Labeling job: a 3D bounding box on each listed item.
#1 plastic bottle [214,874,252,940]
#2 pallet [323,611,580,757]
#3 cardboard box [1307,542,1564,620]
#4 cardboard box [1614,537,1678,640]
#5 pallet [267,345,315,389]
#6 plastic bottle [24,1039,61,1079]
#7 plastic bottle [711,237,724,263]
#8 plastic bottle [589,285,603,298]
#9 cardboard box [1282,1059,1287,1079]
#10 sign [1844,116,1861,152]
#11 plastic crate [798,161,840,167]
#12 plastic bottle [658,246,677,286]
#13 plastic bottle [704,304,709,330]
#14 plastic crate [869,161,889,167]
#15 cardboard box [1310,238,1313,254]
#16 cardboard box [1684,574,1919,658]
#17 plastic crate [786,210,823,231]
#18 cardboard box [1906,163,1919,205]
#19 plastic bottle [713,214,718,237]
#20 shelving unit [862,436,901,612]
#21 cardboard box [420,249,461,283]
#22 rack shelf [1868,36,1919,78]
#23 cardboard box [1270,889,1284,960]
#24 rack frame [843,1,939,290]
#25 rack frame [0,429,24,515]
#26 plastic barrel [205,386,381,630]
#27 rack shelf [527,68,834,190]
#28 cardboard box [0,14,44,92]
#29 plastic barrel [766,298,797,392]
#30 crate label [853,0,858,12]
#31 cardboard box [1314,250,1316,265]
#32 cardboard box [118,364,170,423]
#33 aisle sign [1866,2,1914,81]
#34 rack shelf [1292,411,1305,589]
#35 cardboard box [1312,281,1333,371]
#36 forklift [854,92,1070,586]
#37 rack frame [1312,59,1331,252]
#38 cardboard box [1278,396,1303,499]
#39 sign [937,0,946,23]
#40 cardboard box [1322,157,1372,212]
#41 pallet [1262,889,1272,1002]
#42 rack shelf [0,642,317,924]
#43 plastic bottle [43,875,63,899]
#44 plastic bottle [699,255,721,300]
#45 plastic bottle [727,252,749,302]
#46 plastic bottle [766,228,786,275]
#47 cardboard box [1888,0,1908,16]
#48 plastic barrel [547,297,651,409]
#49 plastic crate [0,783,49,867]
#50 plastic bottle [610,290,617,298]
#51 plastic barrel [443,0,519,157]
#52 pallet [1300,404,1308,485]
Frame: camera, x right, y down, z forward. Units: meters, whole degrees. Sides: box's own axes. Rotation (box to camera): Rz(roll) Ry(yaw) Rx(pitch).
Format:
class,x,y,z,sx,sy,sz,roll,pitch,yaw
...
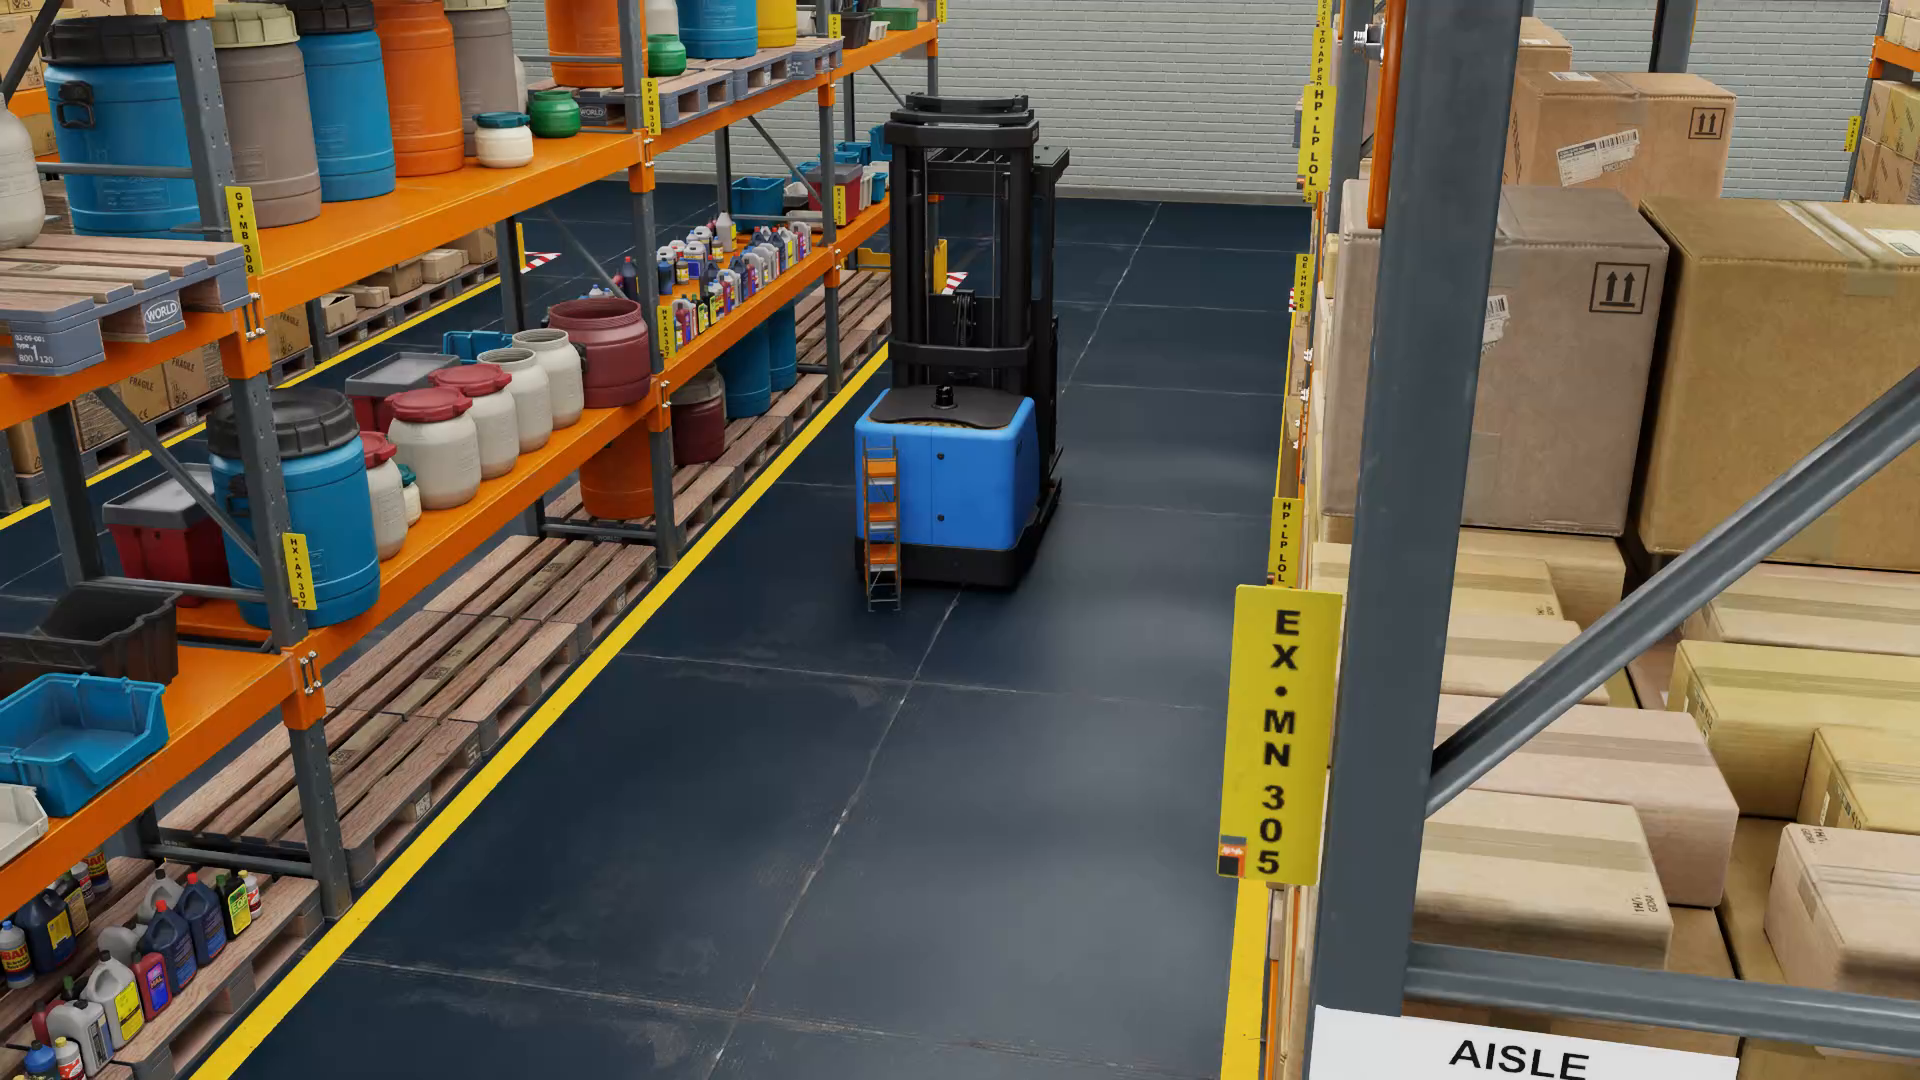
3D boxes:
class,x,y,z,sx,sy,sz,roll,pitch,yaw
plastic bottle,-2.954,1.466,6.745,0.061,0.283,0.133,6,23,14
pallet,-2.810,0.765,9.171,1.003,0.211,1.213,4,22,11
cardboard box,0.749,0.129,2.669,0.380,0.149,0.250,5,22,11
cardboard box,1.409,0.201,3.024,0.500,0.250,0.500,4,22,11
pallet,-6.524,-1.502,14.799,1.003,0.211,1.213,4,22,11
plastic bottle,-3.189,1.858,5.787,0.097,0.271,0.097,0,22,0
plastic bottle,-1.963,-2.348,13.433,0.097,0.201,0.097,0,22,0
plastic bottle,-2.530,-1.642,11.588,0.097,0.271,0.097,0,22,0
cardboard box,0.724,1.182,2.534,0.500,0.500,0.500,4,22,11
sign,8.422,-3.830,15.688,0.100,0.325,0.005,4,22,11
plastic crate,-1.372,-3.583,16.378,0.416,0.233,0.300,4,22,11
plastic bottle,-2.250,-2.095,12.707,0.152,0.276,0.135,4,22,11
plastic bottle,-1.786,-1.553,11.461,0.097,0.201,0.097,0,22,0
plastic crate,-0.720,-3.773,16.979,0.396,0.136,0.243,4,22,11
cardboard box,3.044,-2.359,13.532,0.380,0.149,0.250,5,22,11
cardboard box,1.340,0.177,2.552,0.380,0.149,0.250,5,23,13
plastic crate,-1.312,-2.781,14.517,0.396,0.136,0.243,4,22,11
cardboard box,8.297,-2.865,13.921,0.500,0.500,0.500,4,22,10
plastic bottle,-2.039,-2.561,13.853,0.061,0.283,0.133,4,22,11
shelving unit,-0.479,-0.094,10.182,0.215,1.050,0.252,-2,22,-5
cardboard box,-5.672,-2.924,17.691,0.500,0.250,0.500,4,22,11
rack shelf,8.545,-3.713,13.505,1.077,0.370,4.000,4,22,11
cardboard box,1.111,1.124,4.885,0.380,0.149,0.250,4,22,11
rack frame,-0.730,-4.179,17.716,1.000,3.000,0.127,4,22,11
rack frame,-7.211,-1.633,11.392,1.000,3.000,0.127,4,22,11
plastic barrel,-2.804,-0.141,7.019,0.600,0.901,0.708,4,22,11
rack shelf,-1.955,-3.043,11.841,1.077,0.370,4.000,4,22,11
cardboard box,-7.051,-3.419,11.679,0.910,0.500,0.500,4,22,11
plastic barrel,-1.674,-1.740,13.906,0.600,0.901,0.708,4,22,11
crate label,-1.235,-5.189,16.406,0.408,0.251,0.502,4,22,11
cardboard box,2.659,-1.680,11.376,0.500,0.500,0.500,5,22,12
cardboard box,-6.630,-1.197,13.067,0.500,0.500,0.500,4,22,10
aisle sign,8.674,-4.642,15.385,0.394,0.787,0.004,4,22,11
rack shelf,2.078,0.189,7.832,1.077,0.370,4.000,4,22,11
cardboard box,1.327,-0.590,4.989,0.500,0.250,0.500,4,22,9
forklift,0.127,-1.590,11.378,1.130,2.935,3.031,4,22,11
rack frame,3.302,-2.339,13.146,1.000,3.000,0.127,4,22,11
cardboard box,2.647,-0.336,10.455,1.225,0.875,0.875,3,22,8
sign,-0.189,-5.486,17.085,0.100,0.325,0.005,4,22,11
cardboard box,1.940,-1.669,7.668,0.500,0.250,0.500,5,22,12
pallet,1.827,1.596,7.109,1.003,0.211,1.213,4,22,11
rack shelf,-3.587,1.274,5.137,1.077,0.370,4.000,4,22,11
plastic bottle,-3.712,1.472,6.740,0.152,0.276,0.135,5,23,13
plastic bottle,-1.815,-1.892,12.102,0.144,0.351,0.185,4,22,11
plastic bottle,-1.639,-1.930,12.196,0.144,0.351,0.185,4,22,11
plastic bottle,-1.452,-2.265,13.028,0.144,0.351,0.185,4,22,11
cardboard box,8.607,-4.796,14.763,0.500,0.250,0.500,5,22,12
plastic barrel,-2.161,-1.124,9.947,0.600,0.536,0.708,4,22,11
plastic crate,-3.263,0.945,5.345,0.530,0.136,0.437,4,22,11
plastic bottle,-2.470,-1.716,11.866,0.097,0.201,0.097,0,22,0
plastic barrel,-2.743,-2.594,9.092,0.600,0.901,0.600,0,22,0
pallet,2.445,-0.518,8.882,1.213,0.211,1.003,4,22,11
